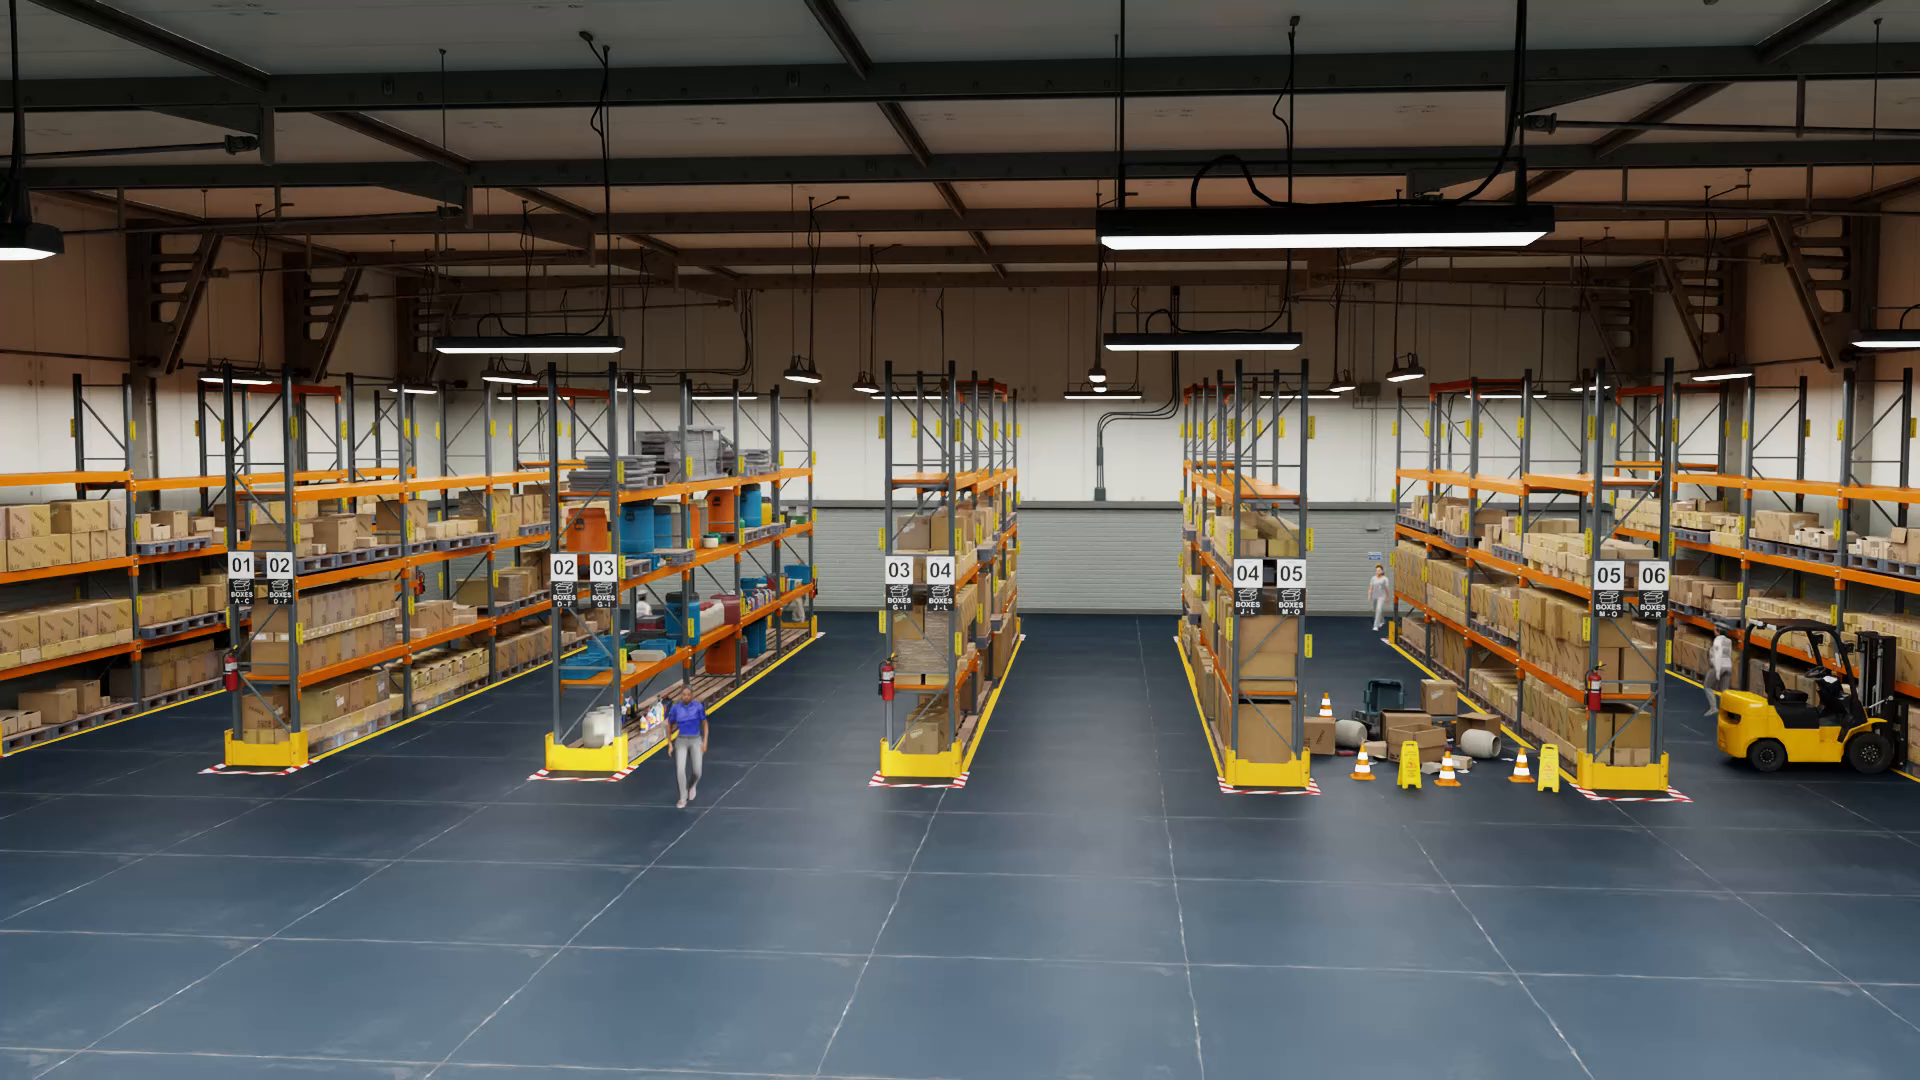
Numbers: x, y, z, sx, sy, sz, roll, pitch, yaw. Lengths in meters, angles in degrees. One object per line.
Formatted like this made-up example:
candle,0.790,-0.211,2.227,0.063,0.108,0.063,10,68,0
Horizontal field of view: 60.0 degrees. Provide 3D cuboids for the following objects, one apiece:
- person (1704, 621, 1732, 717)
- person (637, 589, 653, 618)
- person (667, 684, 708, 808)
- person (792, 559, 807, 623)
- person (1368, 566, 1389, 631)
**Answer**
person,13.228,2.261,28.846,0.480,1.667,0.525,-1,4,-13
person,-6.664,1.881,34.790,0.521,1.680,0.485,2,4,33
person,-3.649,2.734,22.267,0.545,1.637,0.504,0,4,-7
person,-4.093,1.321,42.854,0.549,1.650,1.104,-3,5,-36
person,10.495,1.442,41.630,0.463,1.613,1.090,3,5,35
